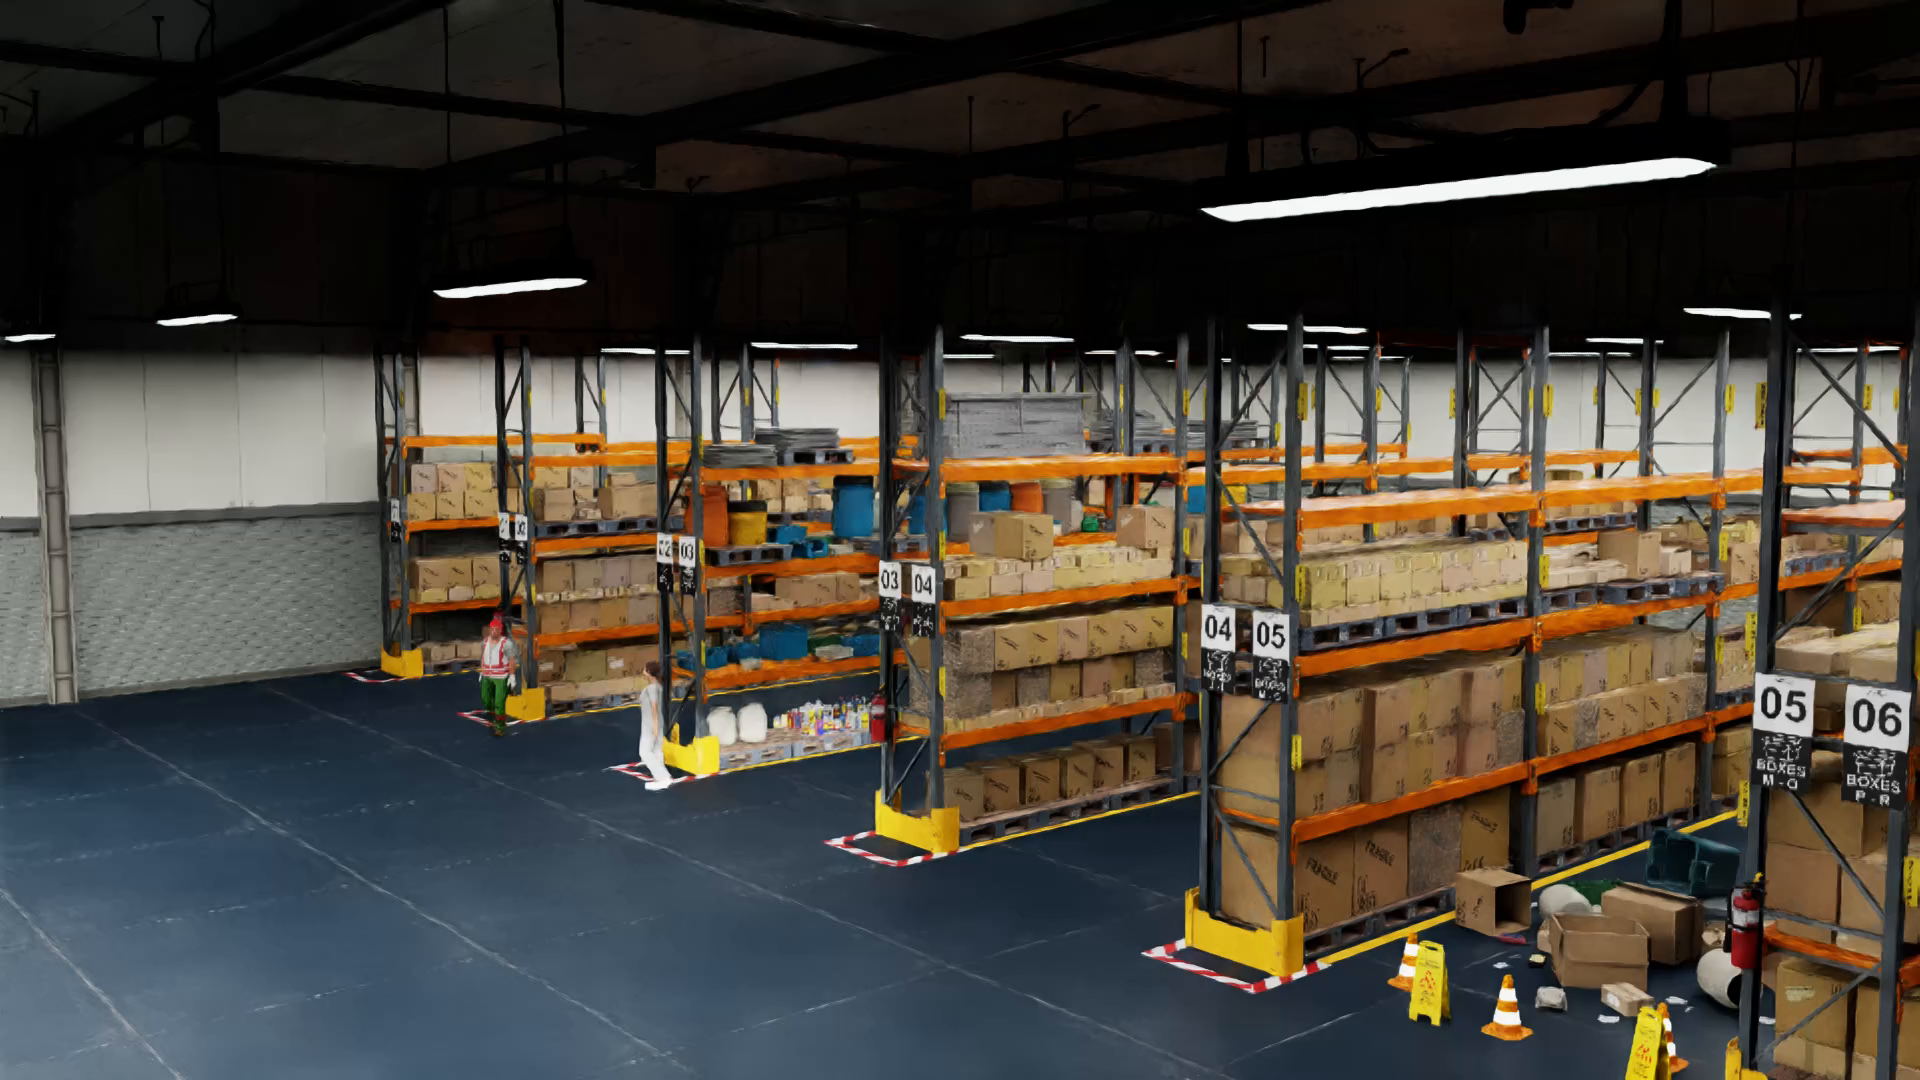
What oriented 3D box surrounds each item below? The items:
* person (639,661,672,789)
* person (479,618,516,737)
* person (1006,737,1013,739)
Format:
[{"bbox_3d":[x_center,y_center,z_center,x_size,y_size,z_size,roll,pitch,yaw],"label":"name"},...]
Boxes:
[{"bbox_3d":[-3.918,2.408,21.415,0.443,1.616,0.592,0,5,2],"label":"person"},{"bbox_3d":[-6.884,2.028,24.787,0.589,1.777,0.577,1,5,15],"label":"person"},{"bbox_3d":[0.599,2.083,24.679,0.692,1.672,0.788,3,6,26],"label":"person"}]
